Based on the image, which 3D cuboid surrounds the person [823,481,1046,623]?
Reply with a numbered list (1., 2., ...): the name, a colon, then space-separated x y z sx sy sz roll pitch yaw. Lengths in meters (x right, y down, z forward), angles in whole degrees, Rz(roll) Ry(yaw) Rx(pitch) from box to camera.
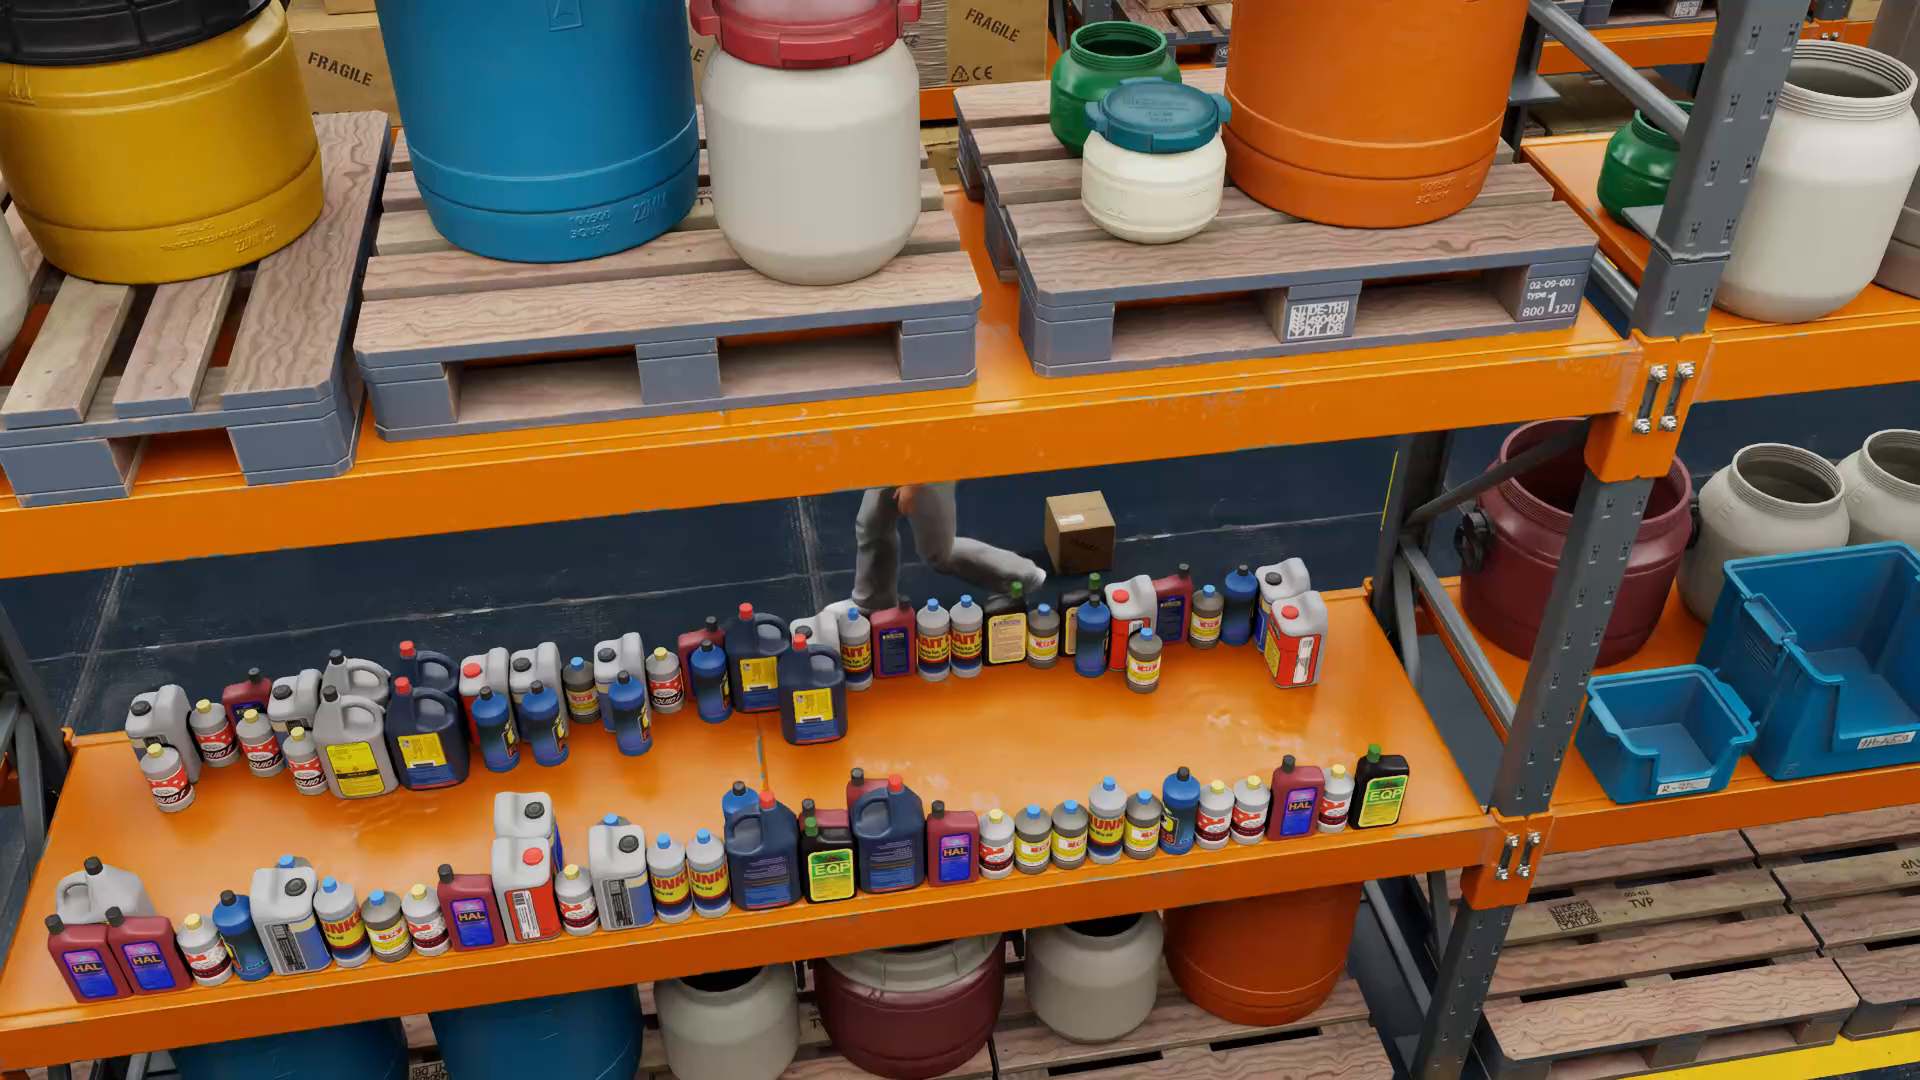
1. person: -0.113 -0.313 6.545 0.909 1.637 0.438 -10 40 -12
